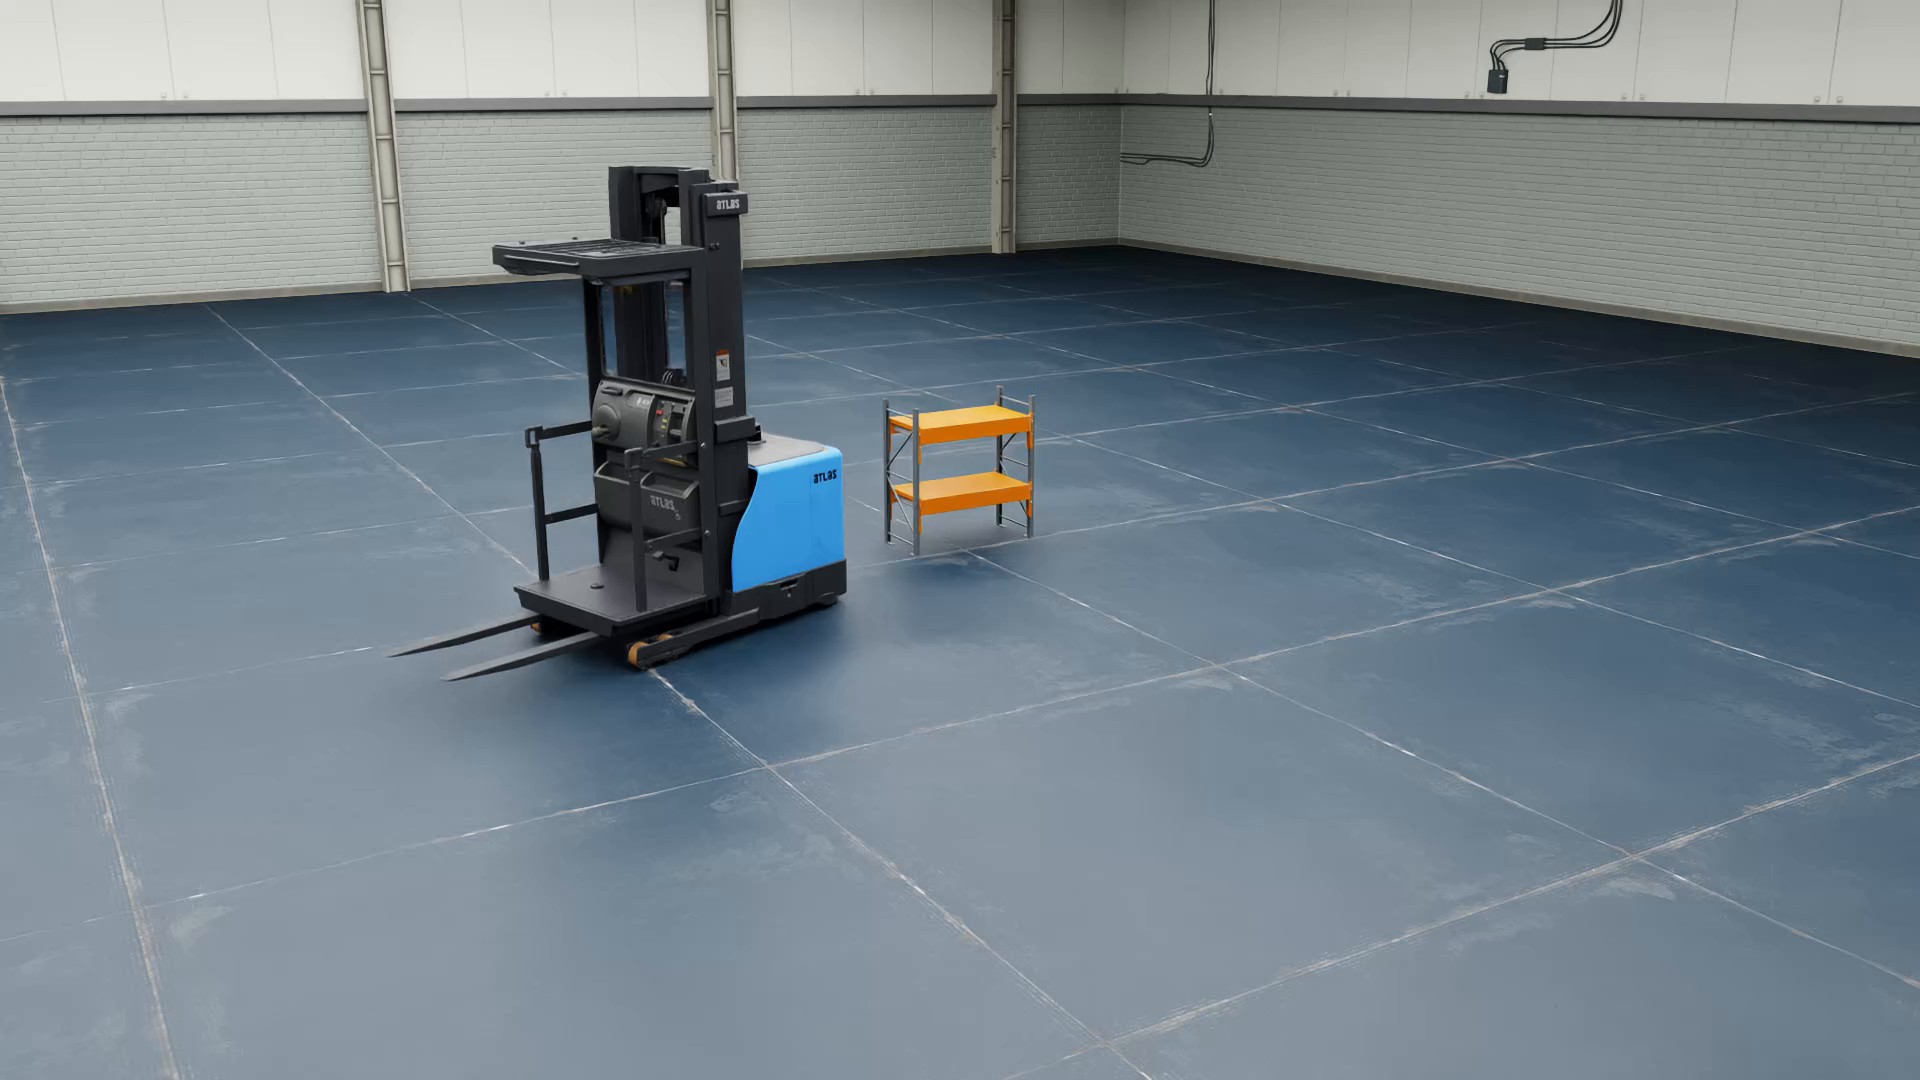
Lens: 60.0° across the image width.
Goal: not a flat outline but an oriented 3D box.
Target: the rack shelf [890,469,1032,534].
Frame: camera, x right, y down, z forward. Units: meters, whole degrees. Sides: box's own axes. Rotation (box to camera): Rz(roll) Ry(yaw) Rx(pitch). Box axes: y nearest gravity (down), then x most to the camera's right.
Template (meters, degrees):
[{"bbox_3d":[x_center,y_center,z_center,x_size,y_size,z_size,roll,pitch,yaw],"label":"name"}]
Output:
[{"bbox_3d":[-0.006,-0.305,12.821,1.000,0.278,0.538,-9,18,-30],"label":"rack shelf"}]

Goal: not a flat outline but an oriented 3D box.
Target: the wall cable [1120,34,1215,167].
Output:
[{"bbox_3d":[4.084,-8.773,33.288,0.112,2.526,3.097,-9,18,-30],"label":"wall cable"}]

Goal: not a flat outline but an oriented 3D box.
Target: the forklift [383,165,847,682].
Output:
[{"bbox_3d":[-2.121,-0.778,10.254,1.130,2.935,3.031,13,20,39],"label":"forklift"}]

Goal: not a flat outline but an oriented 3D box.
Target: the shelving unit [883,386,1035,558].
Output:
[{"bbox_3d":[-0.006,-0.541,12.755,1.048,1.125,0.538,-9,18,-30],"label":"shelving unit"}]

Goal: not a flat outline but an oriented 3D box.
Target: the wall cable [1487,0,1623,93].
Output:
[{"bbox_3d":[8.960,-9.707,24.567,0.169,6.003,2.305,-9,18,-30],"label":"wall cable"}]

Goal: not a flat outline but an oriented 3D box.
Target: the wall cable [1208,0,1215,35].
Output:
[{"bbox_3d":[5.478,-10.579,30.374,0.112,2.526,3.097,-9,18,-30],"label":"wall cable"}]

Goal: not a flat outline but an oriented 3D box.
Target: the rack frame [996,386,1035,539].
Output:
[{"bbox_3d":[0.430,-0.611,13.007,0.032,1.125,0.500,-9,18,-30],"label":"rack frame"}]

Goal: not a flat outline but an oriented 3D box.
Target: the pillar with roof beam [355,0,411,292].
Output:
[{"bbox_3d":[-7.191,-7.501,22.996,0.400,9.000,9.100,-9,18,-30],"label":"pillar with roof beam"}]

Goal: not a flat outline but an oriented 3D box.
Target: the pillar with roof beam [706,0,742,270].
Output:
[{"bbox_3d":[-2.048,-8.335,25.971,0.400,9.000,9.100,-9,18,-30],"label":"pillar with roof beam"}]

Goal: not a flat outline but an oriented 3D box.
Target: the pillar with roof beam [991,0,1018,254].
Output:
[{"bbox_3d":[3.095,-9.169,28.947,0.400,9.000,9.100,-9,18,-30],"label":"pillar with roof beam"}]

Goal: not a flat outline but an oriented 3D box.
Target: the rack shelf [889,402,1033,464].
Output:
[{"bbox_3d":[-0.006,-0.823,12.676,1.000,0.278,0.538,-9,18,-30],"label":"rack shelf"}]

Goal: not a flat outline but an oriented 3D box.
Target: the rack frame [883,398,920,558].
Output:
[{"bbox_3d":[-0.442,-0.470,12.503,0.032,1.125,0.500,-9,18,-30],"label":"rack frame"}]
